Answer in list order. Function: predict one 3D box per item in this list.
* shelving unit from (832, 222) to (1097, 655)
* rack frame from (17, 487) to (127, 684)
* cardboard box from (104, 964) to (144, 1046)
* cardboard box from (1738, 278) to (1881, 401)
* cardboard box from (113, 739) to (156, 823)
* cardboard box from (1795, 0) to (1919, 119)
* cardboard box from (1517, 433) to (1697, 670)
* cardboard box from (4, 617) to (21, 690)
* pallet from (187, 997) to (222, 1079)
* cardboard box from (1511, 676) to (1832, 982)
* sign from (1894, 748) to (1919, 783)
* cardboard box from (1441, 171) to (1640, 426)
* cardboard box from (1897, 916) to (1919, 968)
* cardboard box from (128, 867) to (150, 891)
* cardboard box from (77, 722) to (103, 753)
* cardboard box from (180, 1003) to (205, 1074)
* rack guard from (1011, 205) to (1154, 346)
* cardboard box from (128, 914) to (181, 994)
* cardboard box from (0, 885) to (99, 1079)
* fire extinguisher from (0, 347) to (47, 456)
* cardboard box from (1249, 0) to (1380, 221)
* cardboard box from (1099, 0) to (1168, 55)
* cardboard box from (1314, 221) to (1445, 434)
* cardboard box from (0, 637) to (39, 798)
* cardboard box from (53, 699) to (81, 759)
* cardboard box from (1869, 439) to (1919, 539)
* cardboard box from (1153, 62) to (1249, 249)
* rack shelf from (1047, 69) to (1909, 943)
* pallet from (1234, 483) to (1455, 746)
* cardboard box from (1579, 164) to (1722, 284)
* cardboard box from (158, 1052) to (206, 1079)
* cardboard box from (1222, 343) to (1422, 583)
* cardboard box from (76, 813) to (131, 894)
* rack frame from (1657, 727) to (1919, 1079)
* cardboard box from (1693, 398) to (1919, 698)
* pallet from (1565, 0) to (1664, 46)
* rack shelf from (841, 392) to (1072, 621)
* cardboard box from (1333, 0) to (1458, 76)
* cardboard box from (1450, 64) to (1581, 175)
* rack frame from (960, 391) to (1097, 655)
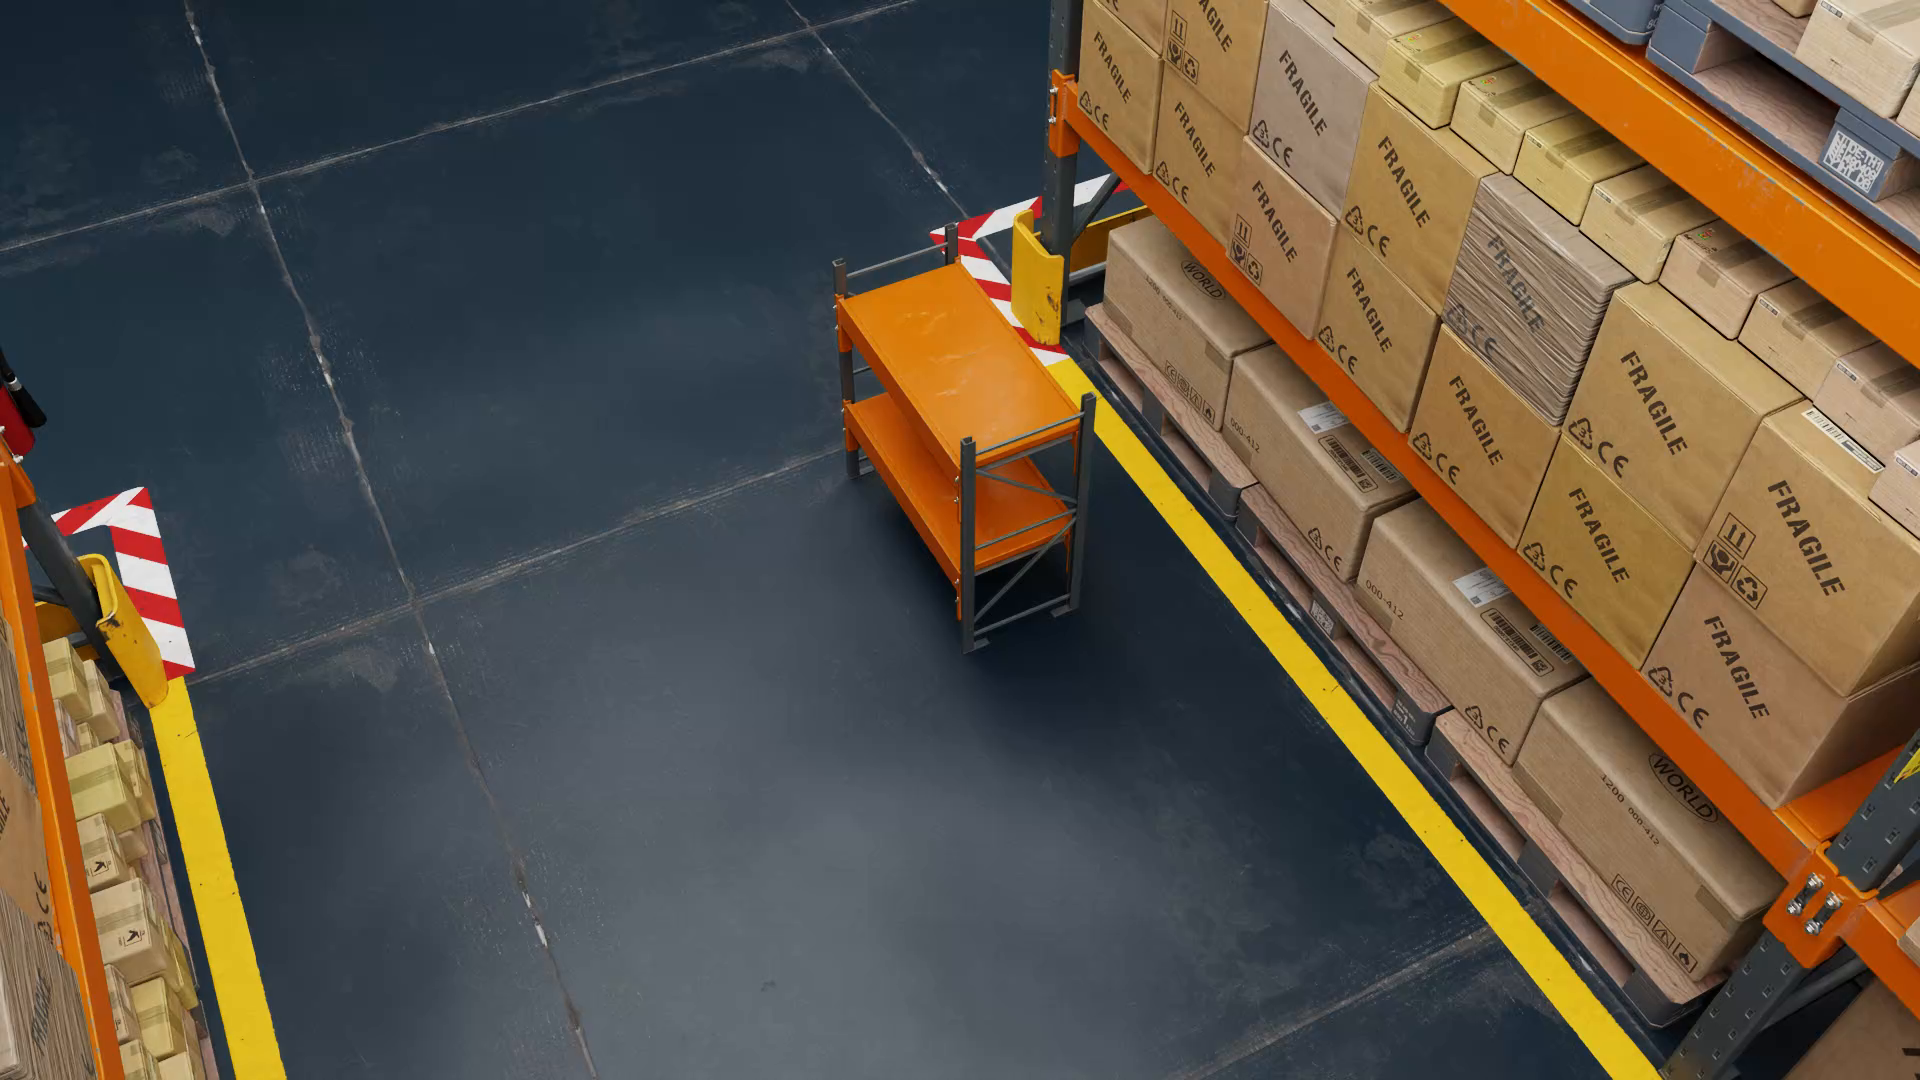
[{"bbox_3d":[-0.003,-0.375,6.223,0.538,1.125,1.048,-21,52,-18],"label":"shelving unit"},{"bbox_3d":[-3.538,-0.360,4.965,1.000,3.000,0.127,-21,52,-18],"label":"rack frame"},{"bbox_3d":[-2.518,1.399,4.646,0.380,0.149,0.250,-23,53,-19],"label":"cardboard box"},{"bbox_3d":[2.094,-0.512,3.936,0.380,0.149,0.250,-21,52,-17],"label":"cardboard box"},{"bbox_3d":[-2.904,0.858,5.515,0.380,0.149,0.250,-20,52,-16],"label":"cardboard box"},{"bbox_3d":[1.950,-1.026,3.376,0.380,0.149,0.250,-20,52,-17],"label":"cardboard box"},{"bbox_3d":[1.968,-0.054,4.630,0.500,0.500,0.500,-22,52,-18],"label":"cardboard box"},{"bbox_3d":[-2.791,0.348,4.513,0.380,0.149,0.250,-20,52,-17],"label":"cardboard box"},{"bbox_3d":[-2.608,1.980,4.771,1.003,0.211,1.213,-21,52,-18],"label":"pallet"},{"bbox_3d":[2.456,0.792,5.380,0.875,0.438,0.875,-22,52,-18],"label":"cardboard box"},{"bbox_3d":[2.155,0.425,3.650,0.100,0.325,0.005,-21,52,-18],"label":"sign"},{"bbox_3d":[1.720,-0.719,4.548,0.500,0.500,0.500,-21,52,-17],"label":"cardboard box"},{"bbox_3d":[2.614,0.979,3.893,0.500,0.250,0.500,-22,52,-18],"label":"cardboard box"},{"bbox_3d":[-2.735,1.225,5.194,0.380,0.149,0.250,-21,52,-17],"label":"cardboard box"},{"bbox_3d":[-2.971,0.790,5.376,0.380,0.149,0.250,-22,52,-18],"label":"cardboard box"},{"bbox_3d":[-2.455,1.564,4.897,0.380,0.149,0.250,-20,52,-17],"label":"cardboard box"},{"bbox_3d":[0.806,-1.326,7.470,1.175,0.500,0.348,-21,52,-18],"label":"rack guard"},{"bbox_3d":[-2.555,1.286,4.942,0.380,0.149,0.250,-20,52,-17],"label":"cardboard box"},{"bbox_3d":[-2.141,1.089,3.433,0.500,0.500,0.500,-22,52,-18],"label":"cardboard box"},{"bbox_3d":[-3.243,-0.540,5.421,0.296,0.674,0.183,-21,52,-18],"label":"fire extinguisher"},{"bbox_3d":[1.269,-1.391,5.135,0.500,0.500,0.500,-22,52,-18],"label":"cardboard box"},{"bbox_3d":[0.784,-2.076,5.735,0.500,0.500,0.500,-22,52,-18],"label":"cardboard box"},{"bbox_3d":[1.499,-0.741,5.231,0.500,0.500,0.500,-20,52,-16],"label":"cardboard box"},{"bbox_3d":[-2.632,0.403,4.033,0.500,0.500,0.500,-21,52,-17],"label":"cardboard box"},{"bbox_3d":[-3.006,0.699,5.258,0.380,0.149,0.250,-20,52,-17],"label":"cardboard box"},{"bbox_3d":[2.224,-0.128,3.600,0.380,0.149,0.250,-22,52,-18],"label":"cardboard box"},{"bbox_3d":[1.038,-1.417,5.823,0.500,0.500,0.500,-22,52,-18],"label":"cardboard box"},{"bbox_3d":[1.733,-0.558,5.616,1.077,0.370,4.000,-21,52,-18],"label":"rack shelf"},{"bbox_3d":[1.807,0.109,6.407,1.003,0.211,1.213,-21,52,-18],"label":"pallet"},{"bbox_3d":[1.816,-0.831,4.215,0.380,0.149,0.250,-22,52,-18],"label":"cardboard box"},{"bbox_3d":[-2.303,1.639,4.634,0.380,0.149,0.250,-21,52,-17],"label":"cardboard box"},{"bbox_3d":[1.635,-0.411,6.432,0.875,0.438,0.875,-20,52,-17],"label":"cardboard box"},{"bbox_3d":[-2.713,1.024,4.974,0.380,0.149,0.250,-23,53,-19],"label":"cardboard box"},{"bbox_3d":[2.648,0.544,4.174,1.000,3.000,0.127,-21,52,-18],"label":"rack frame"},{"bbox_3d":[2.186,-0.039,3.953,0.500,0.500,0.500,-22,52,-18],"label":"cardboard box"},{"bbox_3d":[1.728,-1.781,4.274,1.003,0.211,1.213,-21,52,-18],"label":"pallet"},{"bbox_3d":[-0.003,-0.214,6.407,0.538,0.278,1.000,-21,52,-18],"label":"rack shelf"},{"bbox_3d":[1.314,-1.502,4.802,0.380,0.149,0.250,-21,52,-17],"label":"cardboard box"},{"bbox_3d":[1.569,-1.165,4.507,0.380,0.149,0.250,-21,52,-18],"label":"cardboard box"},{"bbox_3d":[0.230,-0.035,5.926,0.500,1.125,0.032,-21,52,-18],"label":"rack frame"}]
